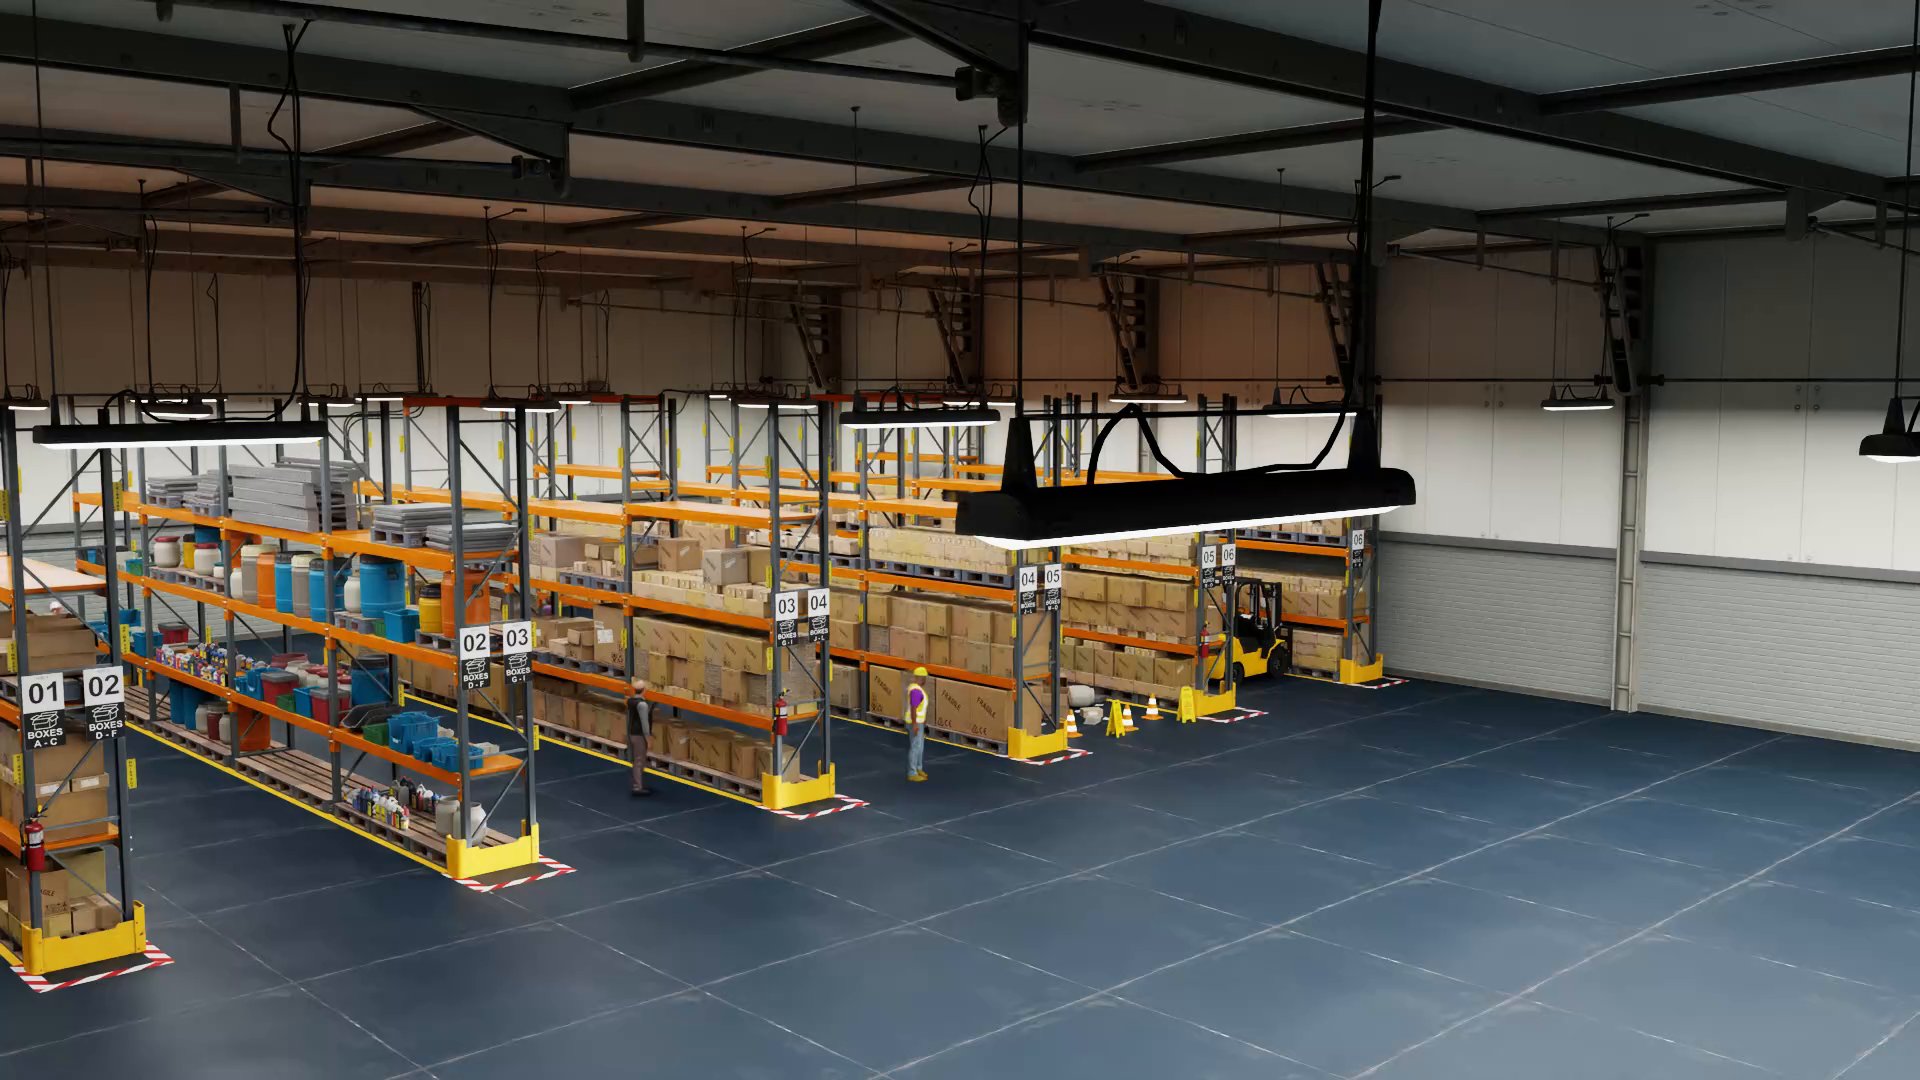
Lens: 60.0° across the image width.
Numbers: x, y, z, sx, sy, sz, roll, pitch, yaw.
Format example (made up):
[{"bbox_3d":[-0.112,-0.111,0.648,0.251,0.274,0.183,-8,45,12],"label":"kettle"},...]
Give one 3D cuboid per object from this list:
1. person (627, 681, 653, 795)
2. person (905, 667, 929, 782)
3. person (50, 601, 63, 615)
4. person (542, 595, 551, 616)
[{"bbox_3d":[-4.893,3.012,25.448,0.369,1.737,0.568,-2,6,-19],"label":"person"},{"bbox_3d":[-0.684,2.900,26.394,0.395,1.776,0.616,0,6,2],"label":"person"},{"bbox_3d":[-18.559,2.118,34.348,1.028,1.732,0.648,-4,7,-35],"label":"person"},{"bbox_3d":[-8.989,2.000,36.484,0.483,1.604,0.347,4,7,32],"label":"person"}]
